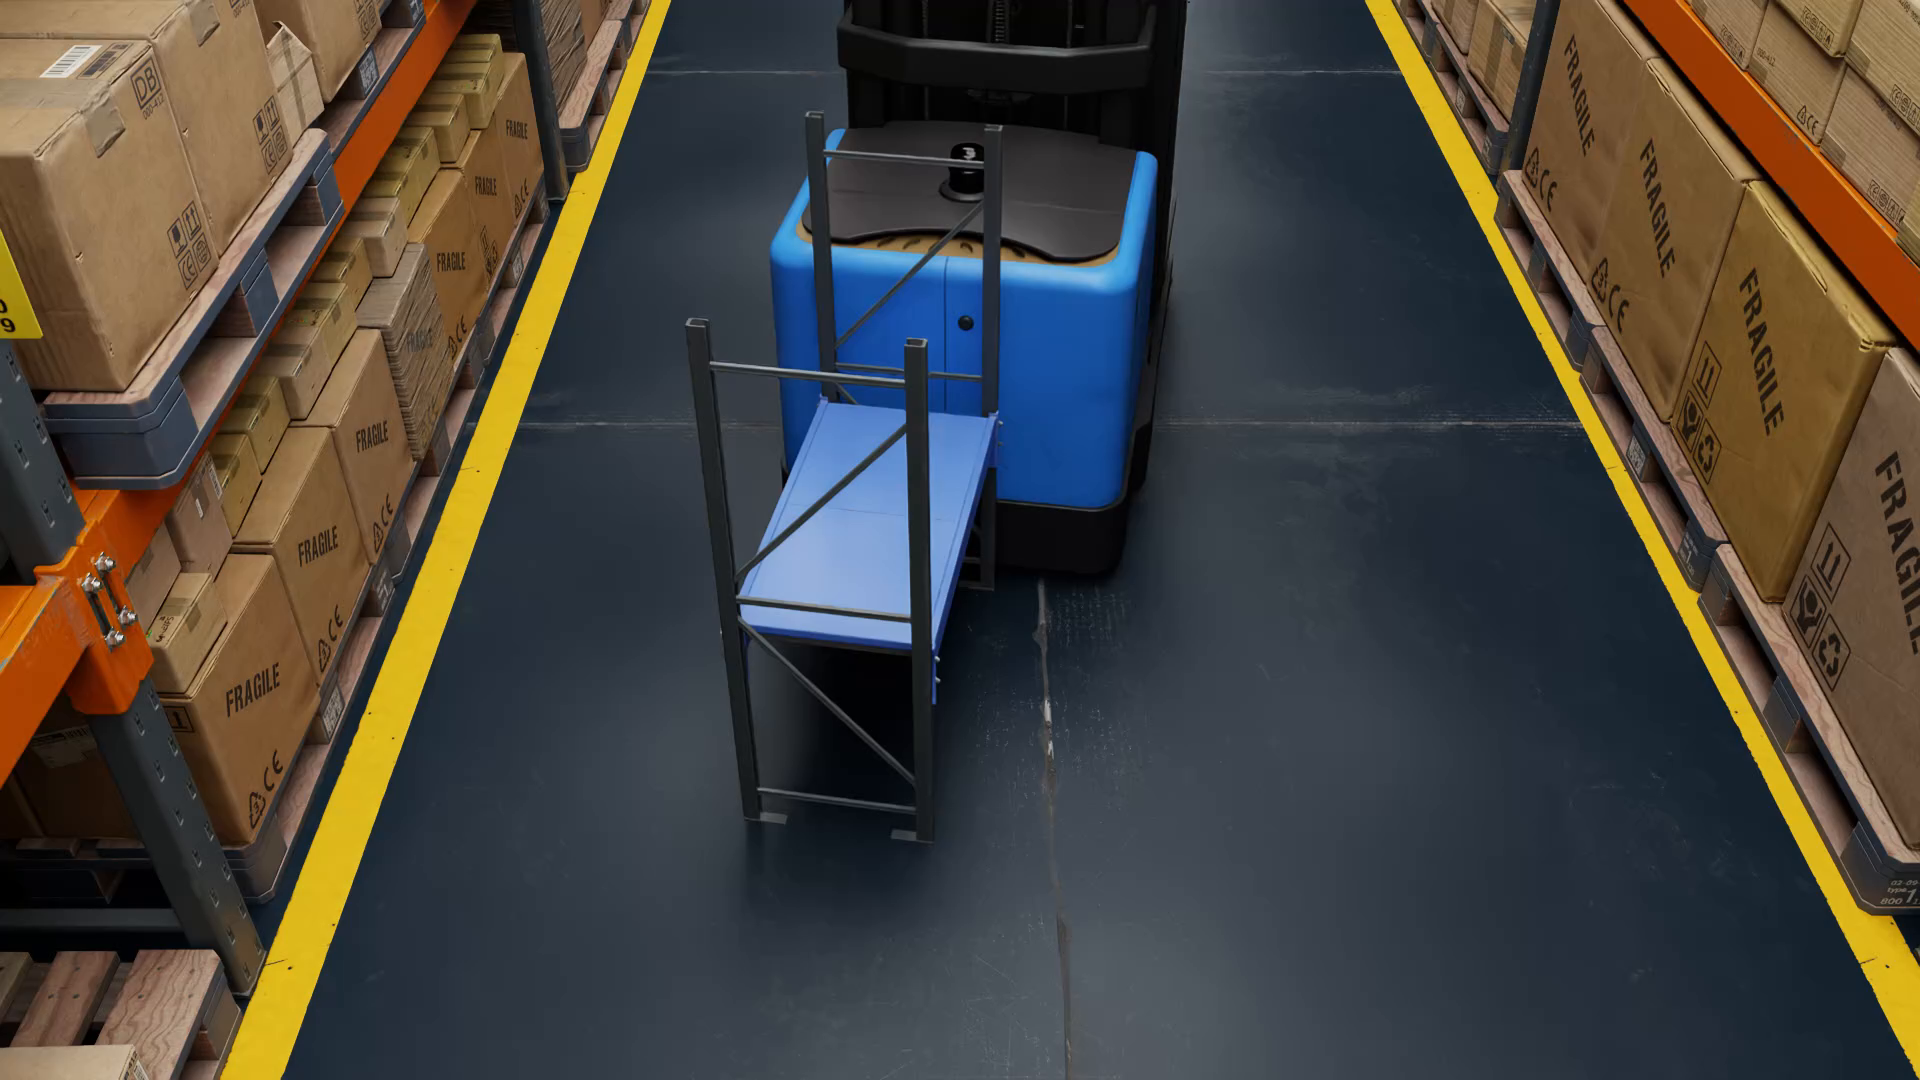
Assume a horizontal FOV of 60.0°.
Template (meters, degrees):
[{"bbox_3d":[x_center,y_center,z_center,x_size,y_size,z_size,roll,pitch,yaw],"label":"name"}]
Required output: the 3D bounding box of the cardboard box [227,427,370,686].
[{"bbox_3d":[-1.951,0.045,4.459,0.500,0.500,0.500,-1,39,-1],"label":"cardboard box"}]

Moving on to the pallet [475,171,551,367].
[{"bbox_3d":[-2.207,-1.078,6.426,1.003,0.211,1.213,0,39,0],"label":"pallet"}]

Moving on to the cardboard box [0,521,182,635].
[{"bbox_3d":[-1.960,0.087,3.650,0.380,0.149,0.250,-1,39,-1],"label":"cardboard box"}]

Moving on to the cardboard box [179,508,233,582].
[{"bbox_3d":[-1.977,0.029,3.959,0.380,0.149,0.250,-1,39,-1],"label":"cardboard box"}]

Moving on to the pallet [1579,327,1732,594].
[{"bbox_3d":[2.718,-0.296,5.451,1.003,0.211,1.213,0,39,0],"label":"pallet"}]

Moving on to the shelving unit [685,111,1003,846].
[{"bbox_3d":[-0.228,-0.150,4.238,0.538,1.500,1.048,6,39,8],"label":"shelving unit"}]

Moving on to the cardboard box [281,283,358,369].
[{"bbox_3d":[-1.964,-0.614,4.762,0.380,0.149,0.250,1,39,2],"label":"cardboard box"}]

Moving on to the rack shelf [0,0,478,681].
[{"bbox_3d":[-2.168,-1.101,4.801,1.077,0.370,4.000,0,39,0],"label":"rack shelf"}]

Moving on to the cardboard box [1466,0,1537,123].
[{"bbox_3d":[2.803,-2.130,7.275,0.950,0.372,0.625,-2,39,-3],"label":"cardboard box"}]

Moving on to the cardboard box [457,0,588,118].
[{"bbox_3d":[-2.157,-2.260,7.235,0.875,0.625,0.625,1,39,1],"label":"cardboard box"}]

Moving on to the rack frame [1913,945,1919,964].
[{"bbox_3d":[2.798,-0.137,3.023,1.000,3.000,0.127,0,39,0],"label":"rack frame"}]

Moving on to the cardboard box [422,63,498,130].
[{"bbox_3d":[-1.885,-1.595,5.986,0.380,0.149,0.250,-2,39,-2],"label":"cardboard box"}]

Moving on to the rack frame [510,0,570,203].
[{"bbox_3d":[-2.170,-2.633,6.137,1.000,3.000,0.127,0,39,0],"label":"rack frame"}]

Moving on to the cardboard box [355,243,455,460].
[{"bbox_3d":[-1.942,-0.592,5.253,0.500,0.500,0.500,-1,39,-2],"label":"cardboard box"}]

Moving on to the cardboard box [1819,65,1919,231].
[{"bbox_3d":[2.565,-0.993,4.210,0.500,0.250,0.500,-1,39,-1],"label":"cardboard box"}]

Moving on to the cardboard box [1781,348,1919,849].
[{"bbox_3d":[2.718,0.140,4.039,0.875,0.875,0.875,1,39,1],"label":"cardboard box"}]

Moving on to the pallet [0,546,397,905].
[{"bbox_3d":[-2.204,0.448,4.522,1.003,0.211,1.213,0,39,0],"label":"pallet"}]

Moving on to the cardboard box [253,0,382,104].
[{"bbox_3d":[-1.944,-1.452,4.247,0.700,0.500,0.500,0,39,0],"label":"cardboard box"}]

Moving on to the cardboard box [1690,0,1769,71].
[{"bbox_3d":[2.556,-1.625,4.999,0.500,0.250,0.500,1,39,1],"label":"cardboard box"}]

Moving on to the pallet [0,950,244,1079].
[{"bbox_3d":[-2.166,1.386,3.351,1.003,0.211,1.213,0,39,0],"label":"pallet"}]

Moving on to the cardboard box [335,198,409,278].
[{"bbox_3d":[-1.943,-0.936,5.164,0.380,0.149,0.250,-2,39,-2],"label":"cardboard box"}]

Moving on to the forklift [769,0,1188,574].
[{"bbox_3d":[0.214,-1.964,5.357,1.130,2.935,3.031,6,39,8],"label":"forklift"}]

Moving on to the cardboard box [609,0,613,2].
[{"bbox_3d":[-2.167,-3.090,8.270,0.875,0.625,0.625,-2,39,-2],"label":"cardboard box"}]

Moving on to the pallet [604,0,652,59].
[{"bbox_3d":[-2.130,-2.820,8.601,1.003,0.211,1.213,0,39,0],"label":"pallet"}]

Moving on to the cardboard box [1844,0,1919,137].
[{"bbox_3d":[2.540,-1.186,4.051,0.500,0.250,0.500,1,39,1],"label":"cardboard box"}]

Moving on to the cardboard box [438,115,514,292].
[{"bbox_3d":[-1.964,-1.244,6.067,0.500,0.500,0.500,-1,39,-1],"label":"cardboard box"}]

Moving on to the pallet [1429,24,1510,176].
[{"bbox_3d":[2.794,-2.039,7.626,1.003,0.211,1.213,0,39,0],"label":"pallet"}]

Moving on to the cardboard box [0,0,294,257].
[{"bbox_3d":[-1.943,-0.961,3.634,0.700,0.500,0.500,0,39,0],"label":"cardboard box"}]

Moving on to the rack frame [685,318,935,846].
[{"bbox_3d":[-0.314,0.163,3.847,0.500,1.500,0.032,6,39,8],"label":"rack frame"}]

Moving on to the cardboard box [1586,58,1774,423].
[{"bbox_3d":[2.708,-0.984,5.442,0.875,0.875,0.875,0,39,1],"label":"cardboard box"}]

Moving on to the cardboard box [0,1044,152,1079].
[{"bbox_3d":[-1.871,1.165,3.341,0.380,0.149,0.250,-1,39,-1],"label":"cardboard box"}]

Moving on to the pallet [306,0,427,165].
[{"bbox_3d":[-2.163,-1.342,4.679,1.003,0.211,1.213,0,39,0],"label":"pallet"}]

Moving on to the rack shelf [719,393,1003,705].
[{"bbox_3d":[-0.228,-0.009,4.350,0.538,0.185,1.000,6,39,8],"label":"rack shelf"}]

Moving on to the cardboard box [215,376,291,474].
[{"bbox_3d":[-2.003,-0.302,4.373,0.380,0.149,0.250,-1,39,-1],"label":"cardboard box"}]

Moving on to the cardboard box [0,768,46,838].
[{"bbox_3d":[-2.462,0.373,4.048,0.500,0.500,0.500,0,39,0],"label":"cardboard box"}]

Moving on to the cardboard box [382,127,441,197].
[{"bbox_3d":[-1.974,-1.265,5.574,0.380,0.149,0.250,1,39,1],"label":"cardboard box"}]
